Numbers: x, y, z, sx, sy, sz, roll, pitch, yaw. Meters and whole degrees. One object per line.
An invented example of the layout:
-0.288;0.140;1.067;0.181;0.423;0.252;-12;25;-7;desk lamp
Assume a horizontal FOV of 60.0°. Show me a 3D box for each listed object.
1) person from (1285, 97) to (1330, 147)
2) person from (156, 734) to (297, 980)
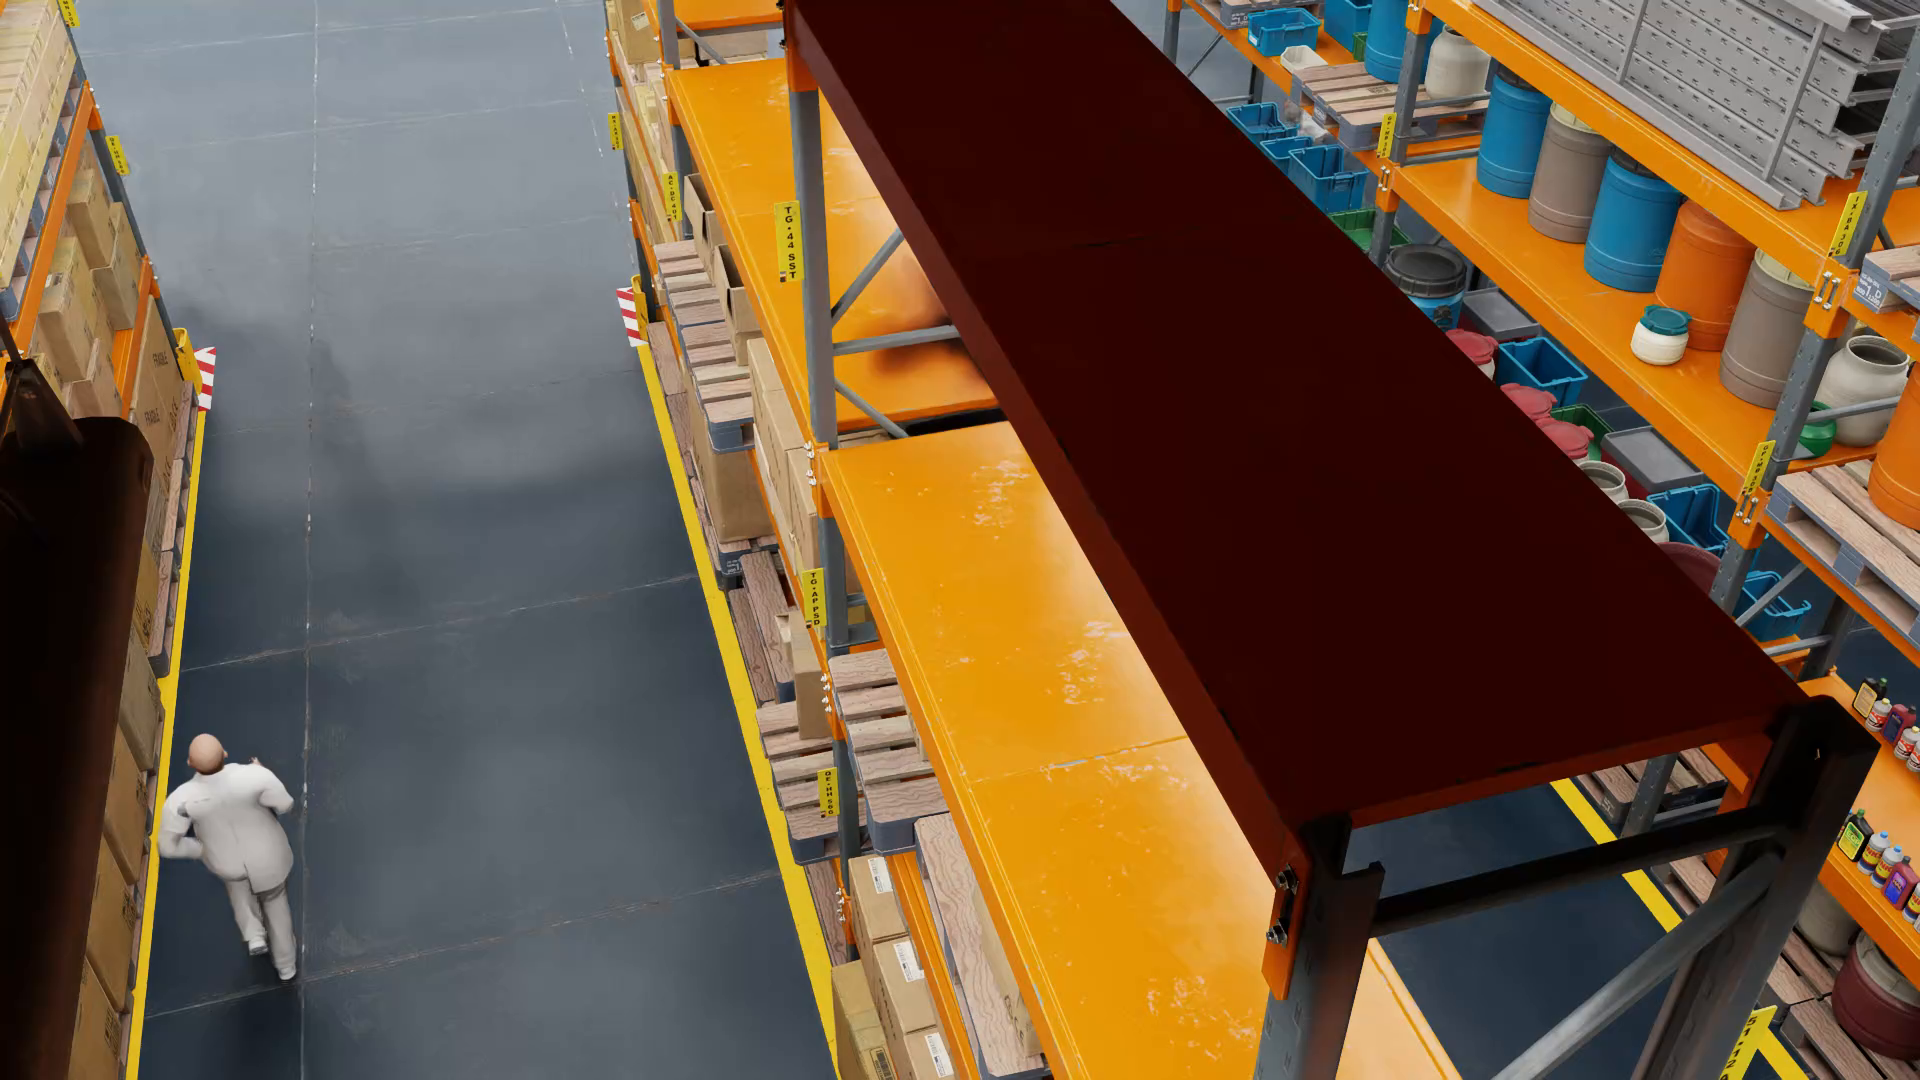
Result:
3.491;-4.013;16.506;0.713;1.802;0.640;31;48;33;person
-4.017;1.680;9.293;0.683;1.751;0.690;-13;40;-16;person
